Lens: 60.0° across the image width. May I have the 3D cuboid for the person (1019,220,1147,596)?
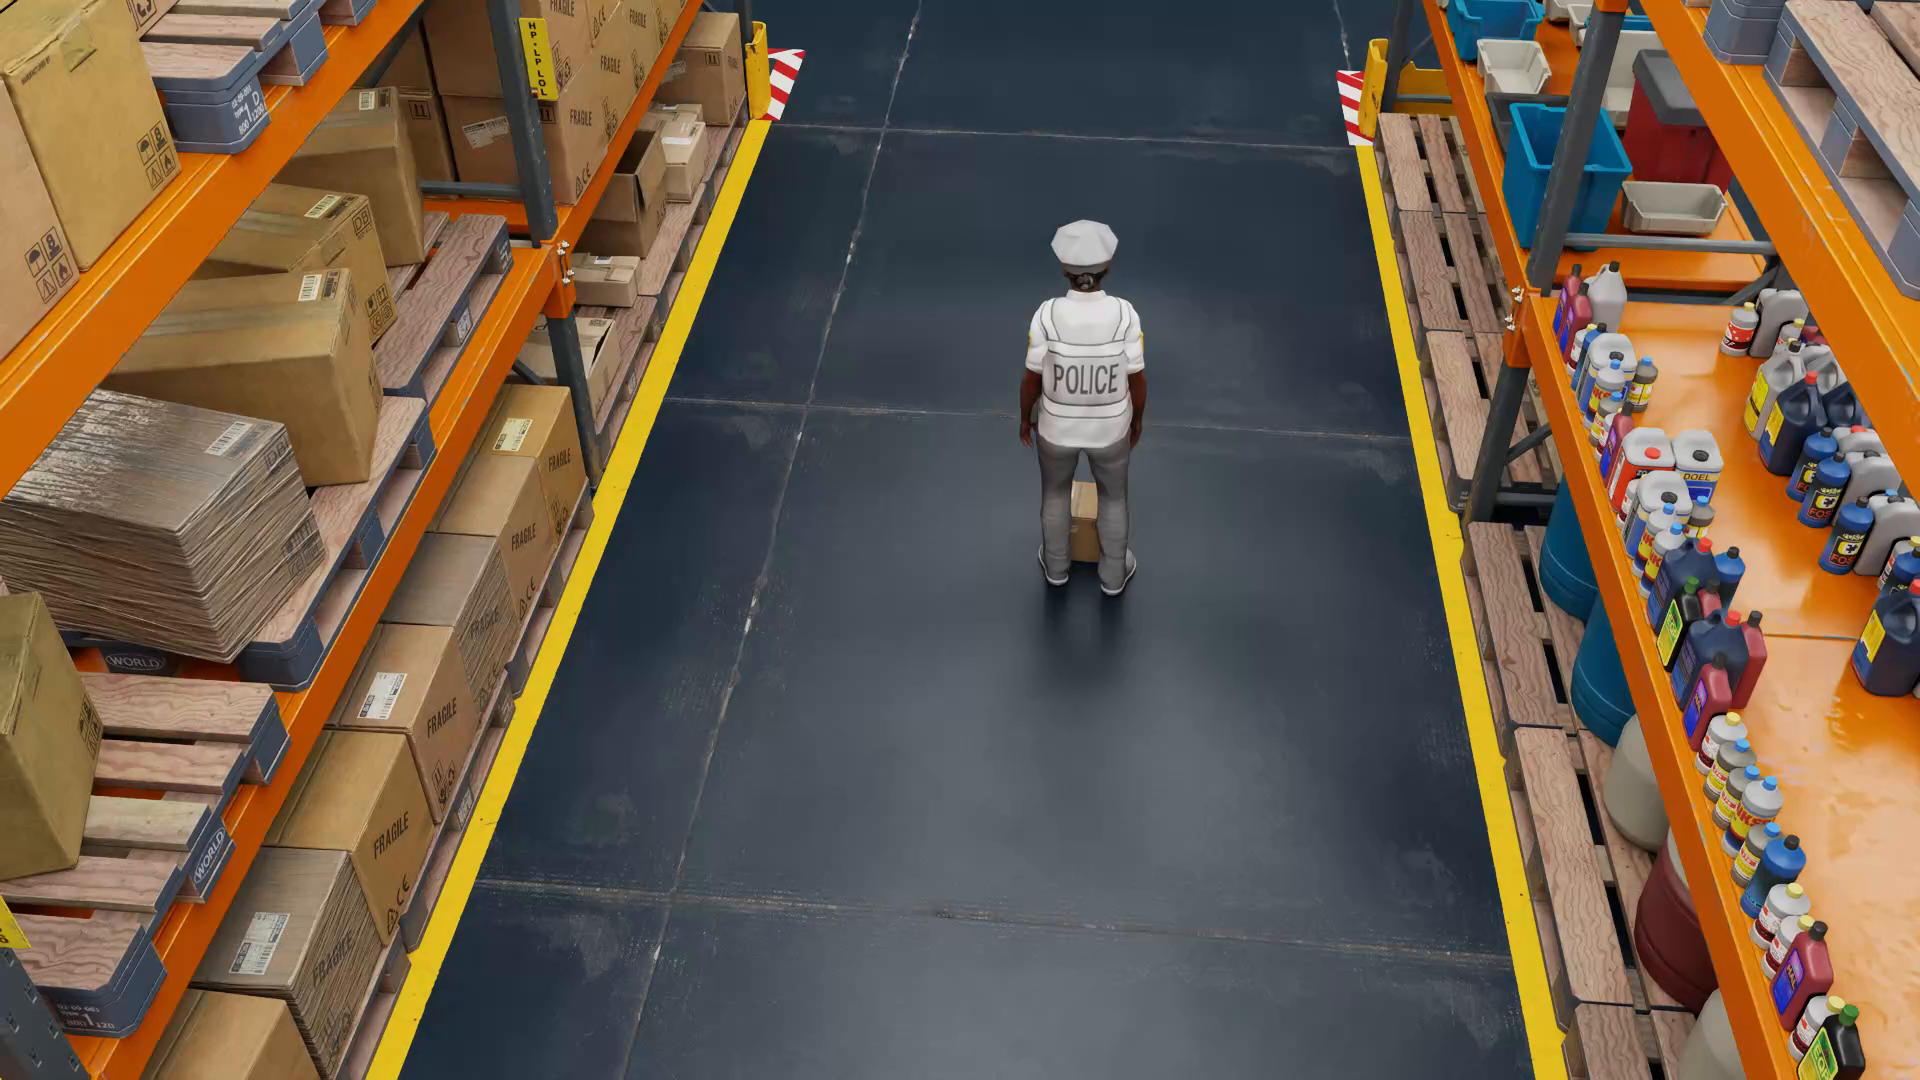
[{"bbox_3d":[0.504,-0.479,6.718,0.529,1.663,0.419,2,40,2],"label":"person"}]
